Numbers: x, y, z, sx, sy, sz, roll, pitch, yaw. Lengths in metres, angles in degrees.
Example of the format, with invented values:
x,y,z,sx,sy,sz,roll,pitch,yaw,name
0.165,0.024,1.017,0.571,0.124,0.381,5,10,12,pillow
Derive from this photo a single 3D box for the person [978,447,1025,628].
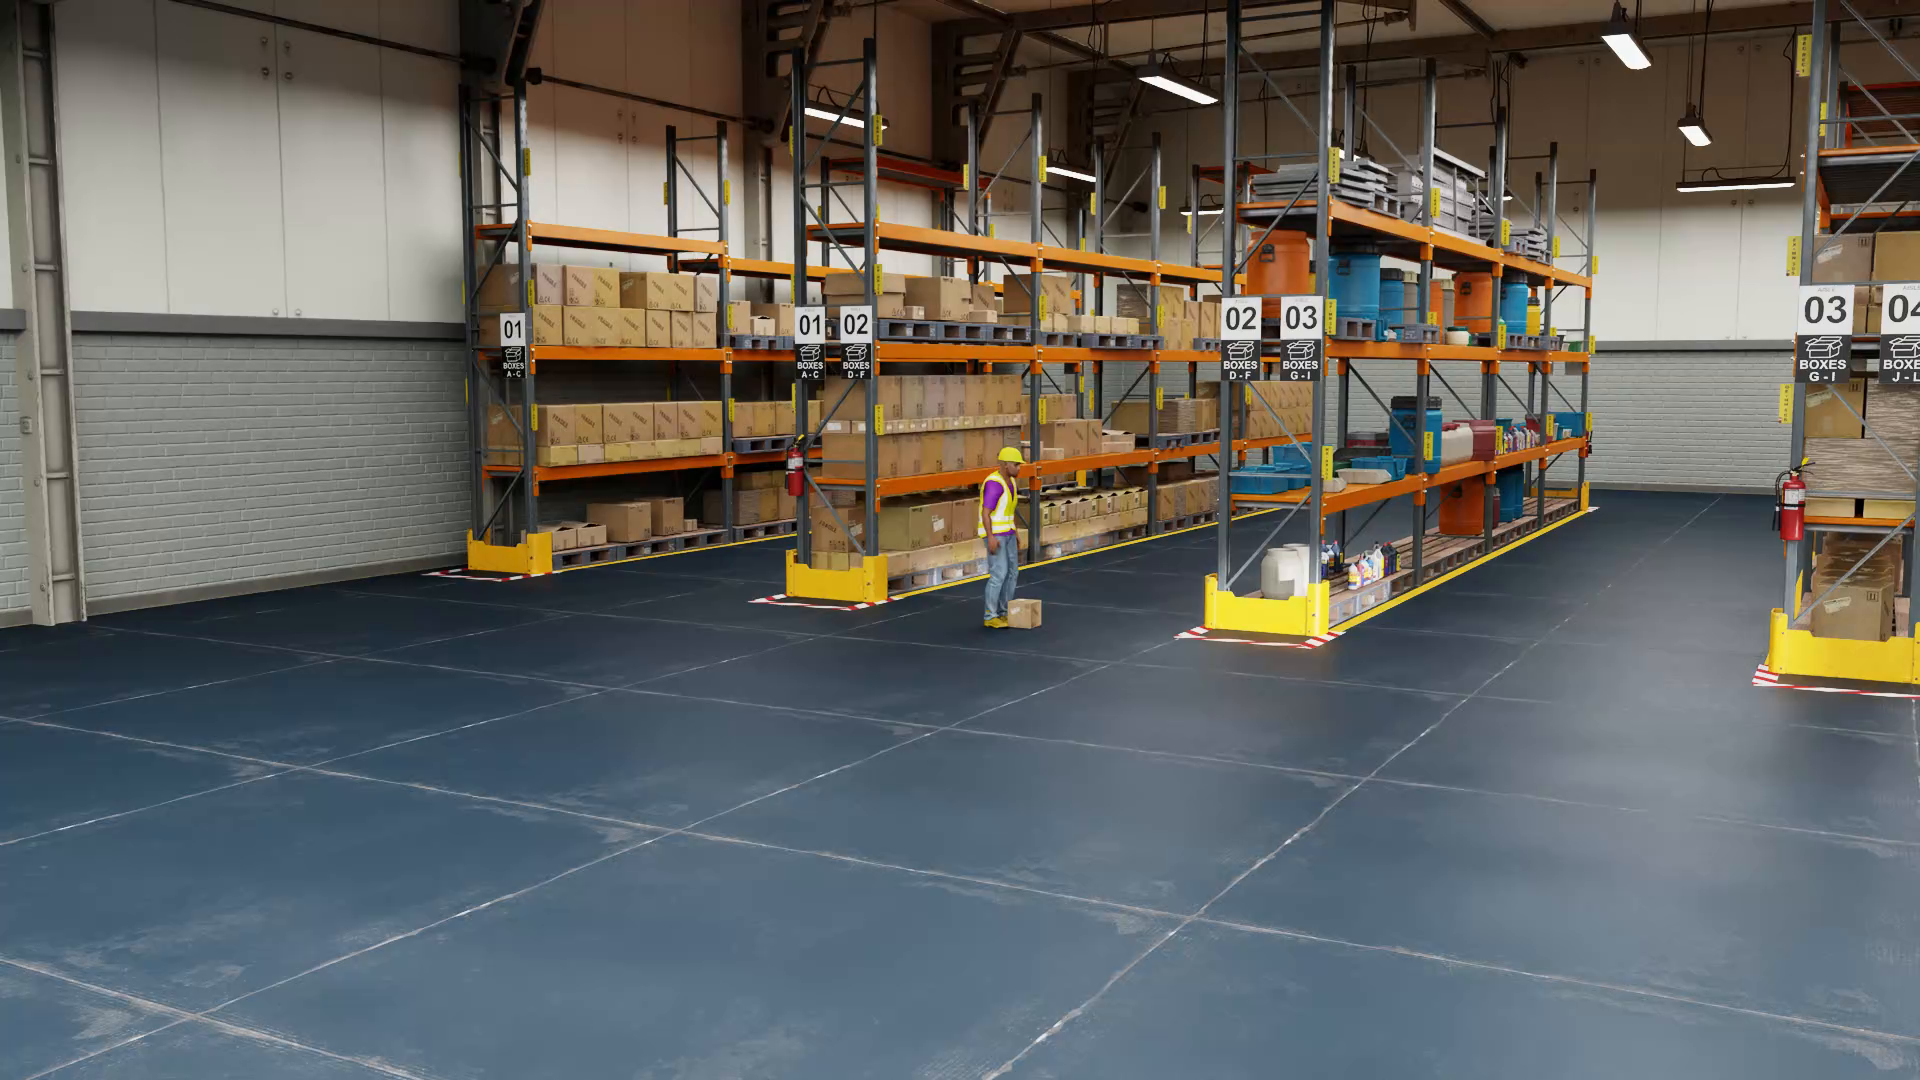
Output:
x,y,z,sx,sy,sz,roll,pitch,yaw,name
0.422,-0.034,16.400,0.458,1.757,0.626,3,7,27,person
